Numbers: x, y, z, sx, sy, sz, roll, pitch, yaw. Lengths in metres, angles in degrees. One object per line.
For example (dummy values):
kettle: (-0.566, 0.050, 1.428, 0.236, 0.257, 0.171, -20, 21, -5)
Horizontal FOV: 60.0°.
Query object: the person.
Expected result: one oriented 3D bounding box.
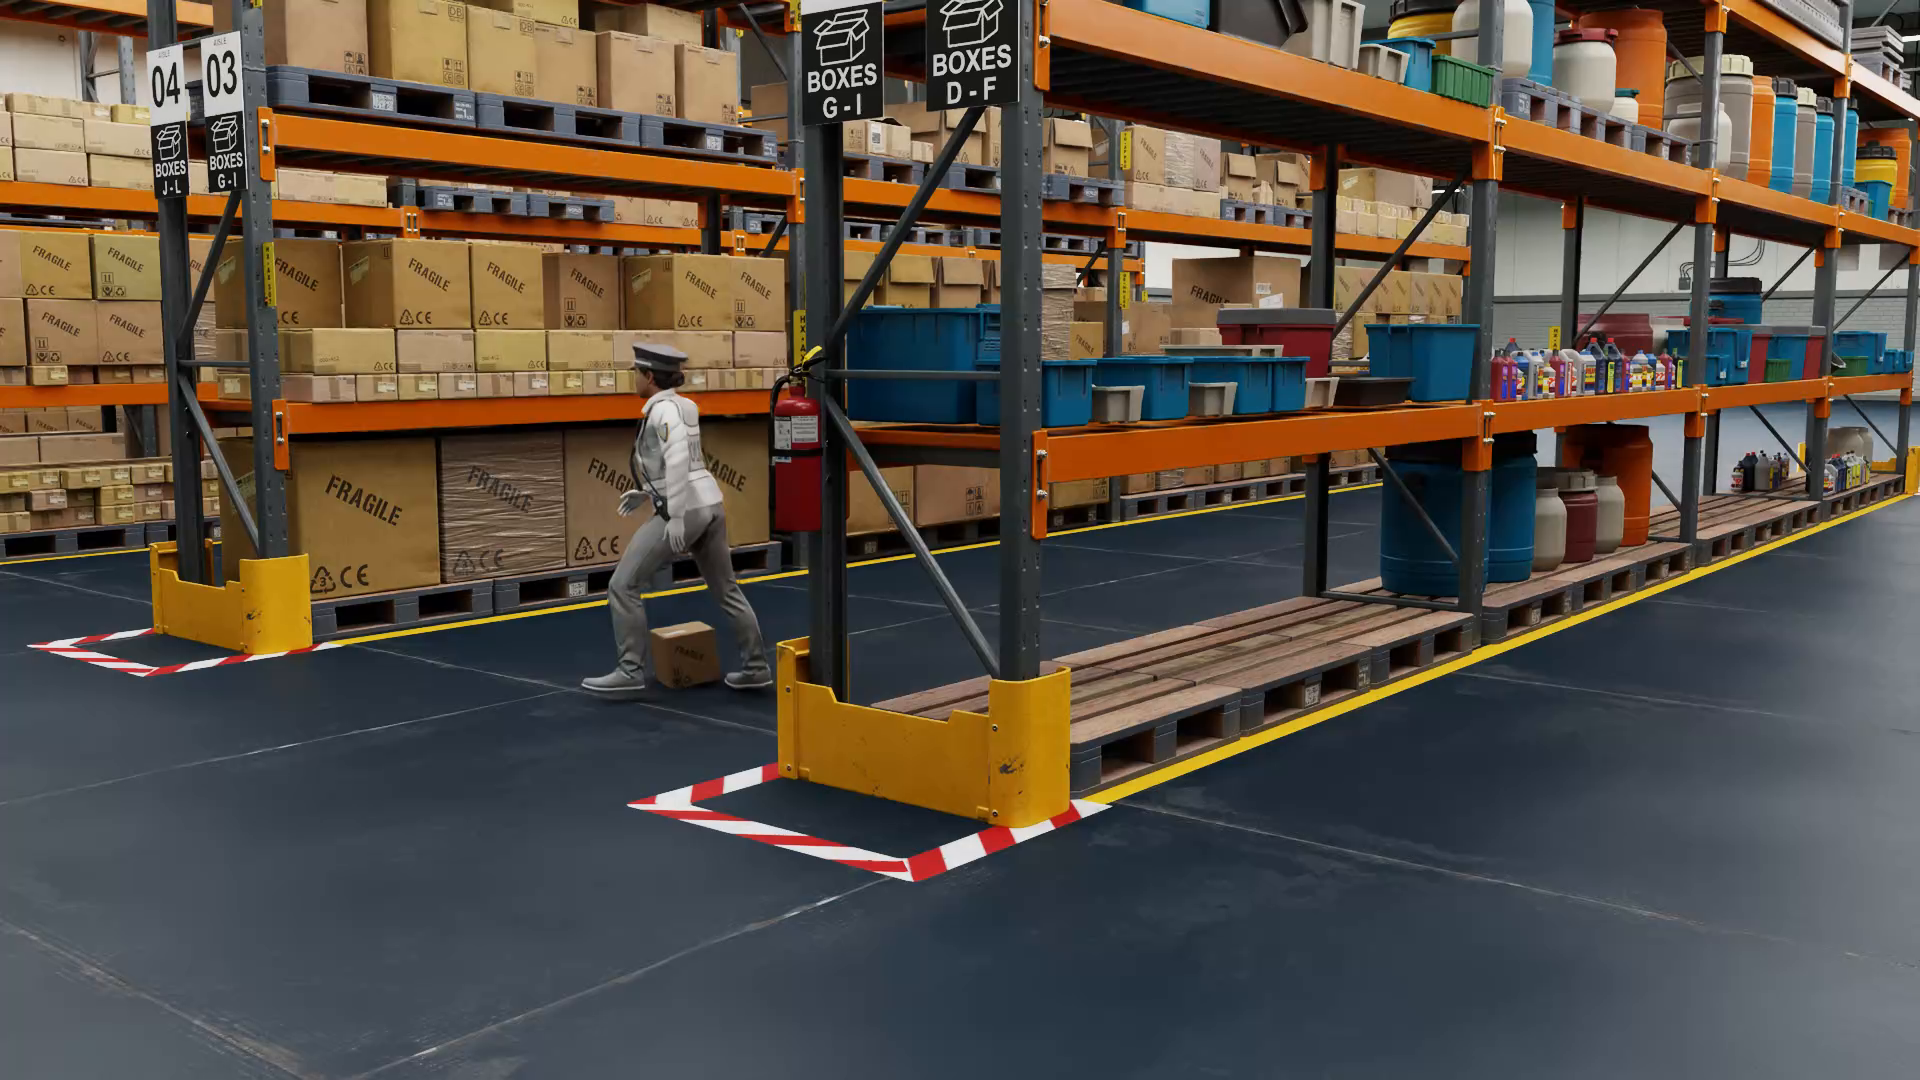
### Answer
person: (-1.274, -0.097, 7.615, 0.769, 1.618, 0.631, 2, 7, 15)
